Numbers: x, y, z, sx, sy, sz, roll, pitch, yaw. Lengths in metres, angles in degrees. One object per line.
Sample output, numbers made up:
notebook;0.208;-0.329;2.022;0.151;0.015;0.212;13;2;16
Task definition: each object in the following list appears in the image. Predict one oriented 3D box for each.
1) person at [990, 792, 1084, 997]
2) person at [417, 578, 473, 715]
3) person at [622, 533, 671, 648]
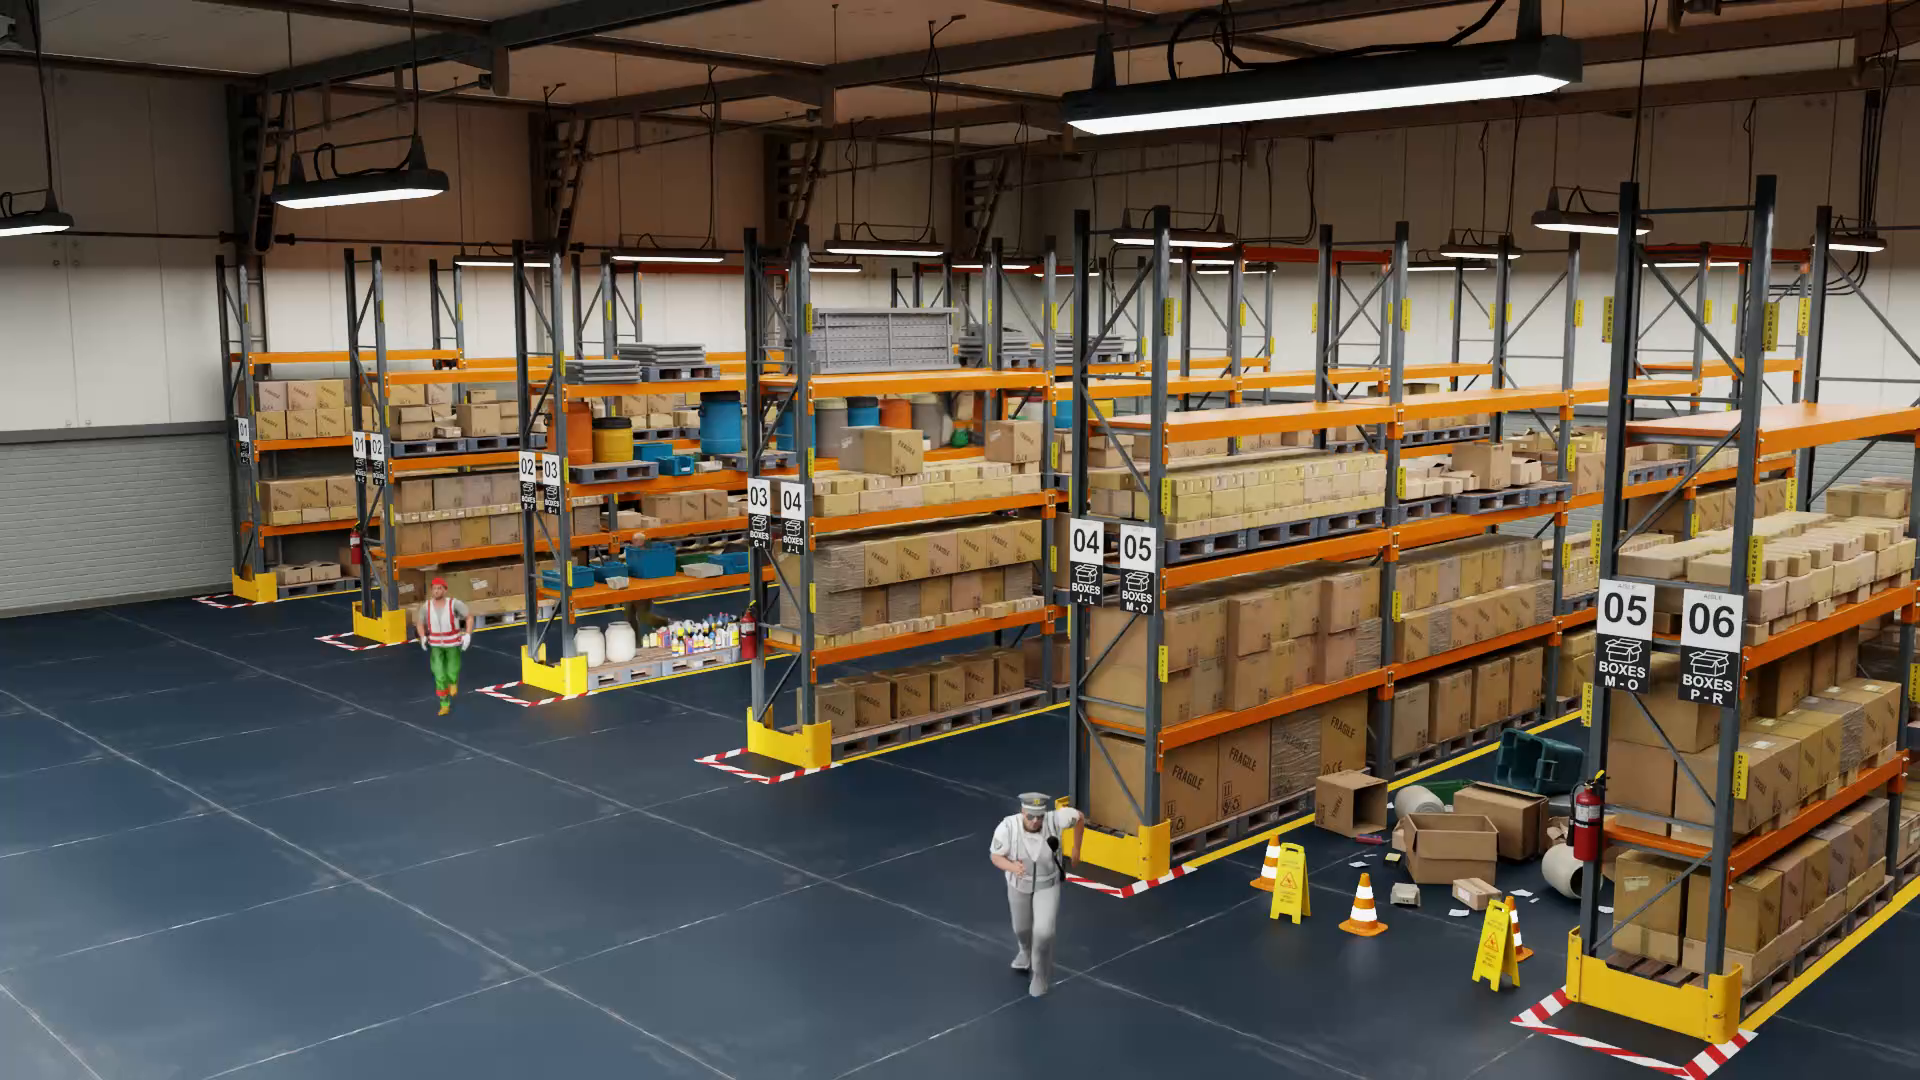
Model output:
person;0.580;2.626;12.529;0.702;1.675;1.013;0;8;2
person;-6.520;1.329;21.066;0.687;1.749;0.668;-1;8;-7
person;-4.776;0.755;25.012;0.711;1.750;0.884;8;11;43
